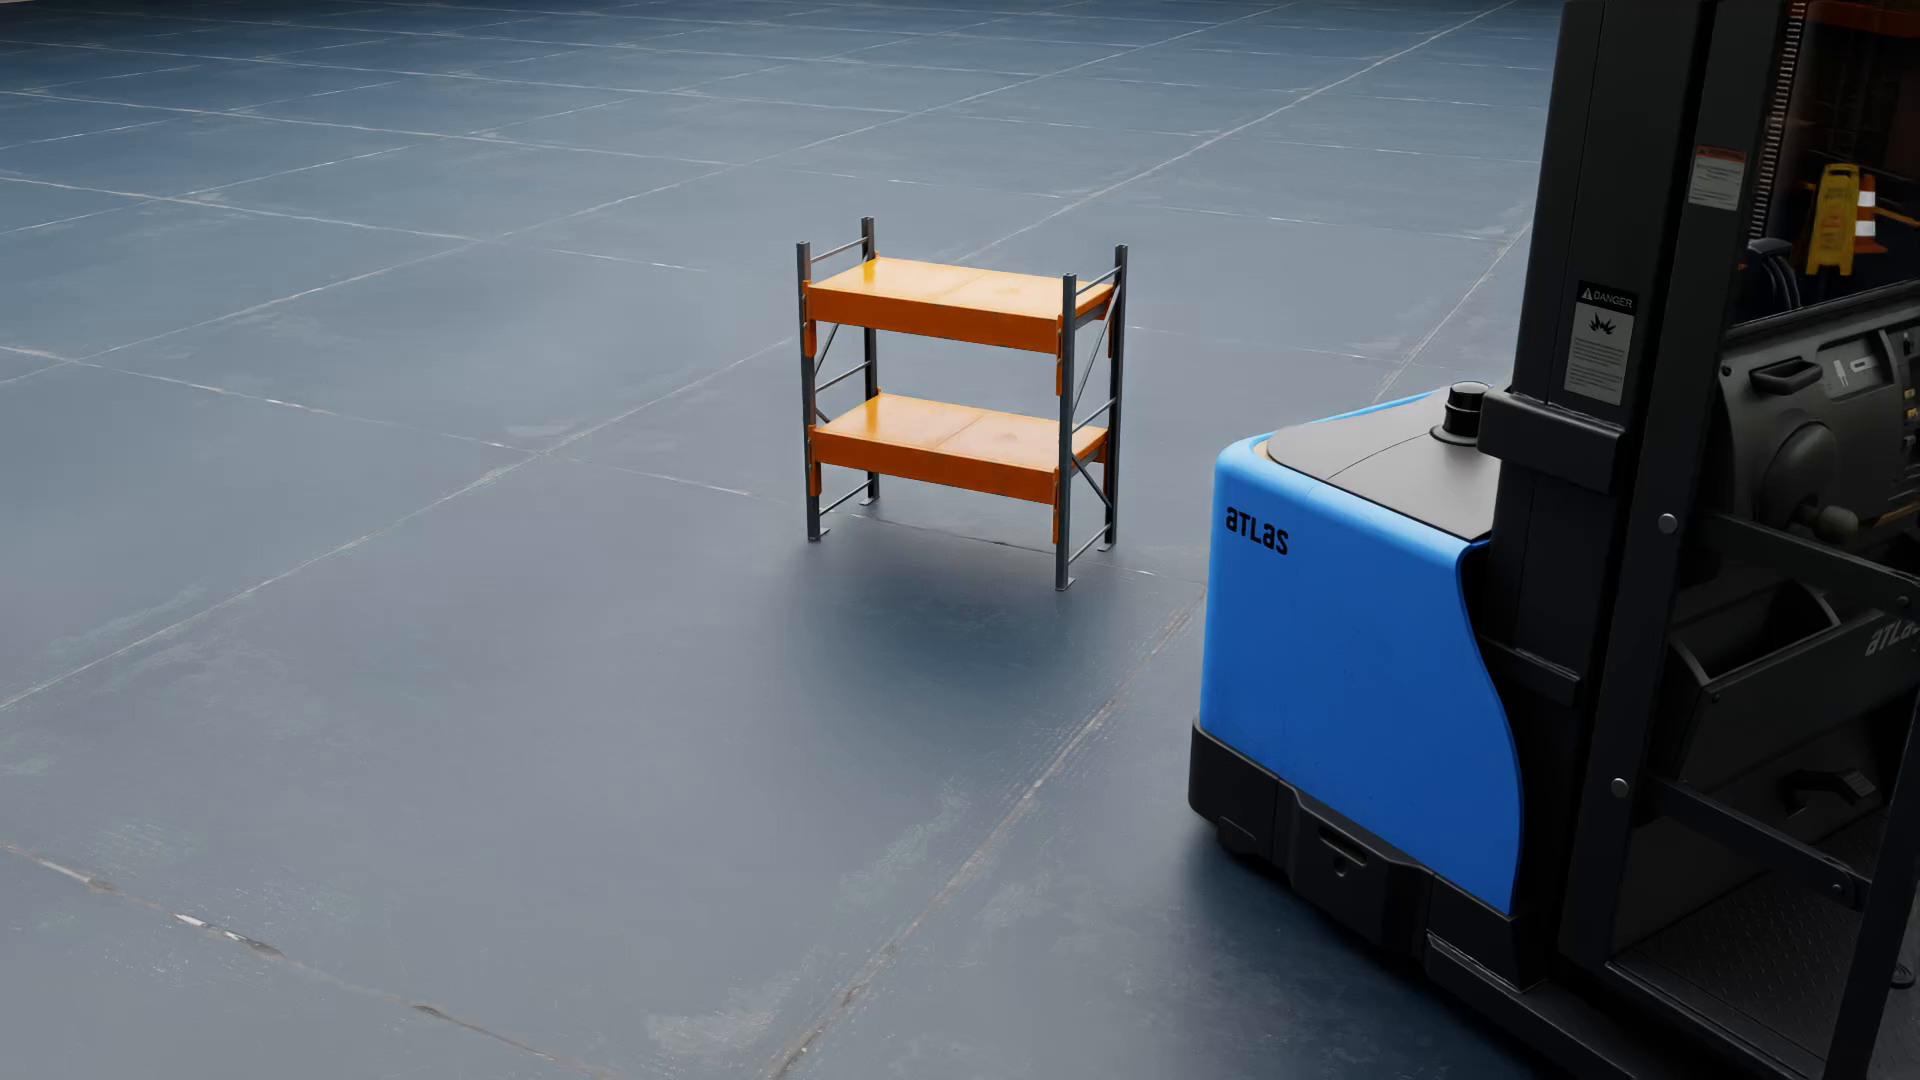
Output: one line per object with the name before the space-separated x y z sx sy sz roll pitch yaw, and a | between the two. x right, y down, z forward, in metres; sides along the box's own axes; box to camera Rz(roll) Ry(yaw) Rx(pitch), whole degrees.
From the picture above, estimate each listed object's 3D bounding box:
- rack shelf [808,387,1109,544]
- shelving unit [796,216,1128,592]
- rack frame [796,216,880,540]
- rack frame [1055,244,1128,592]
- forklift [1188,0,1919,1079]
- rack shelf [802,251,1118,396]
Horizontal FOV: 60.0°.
rack shelf | 0.006 -0.291 6.123 1.000 0.278 0.538 11 25 25
shelving unit | 0.006 -0.516 6.027 1.048 1.125 0.538 11 25 25
rack frame | -0.448 -0.606 6.238 0.032 1.125 0.500 11 25 25
rack frame | 0.460 -0.427 5.816 0.032 1.125 0.500 11 25 25
forklift | 1.851 -0.222 3.028 1.130 2.935 3.031 -15 27 -31
rack shelf | 0.006 -0.786 5.913 1.000 0.278 0.538 11 25 25
